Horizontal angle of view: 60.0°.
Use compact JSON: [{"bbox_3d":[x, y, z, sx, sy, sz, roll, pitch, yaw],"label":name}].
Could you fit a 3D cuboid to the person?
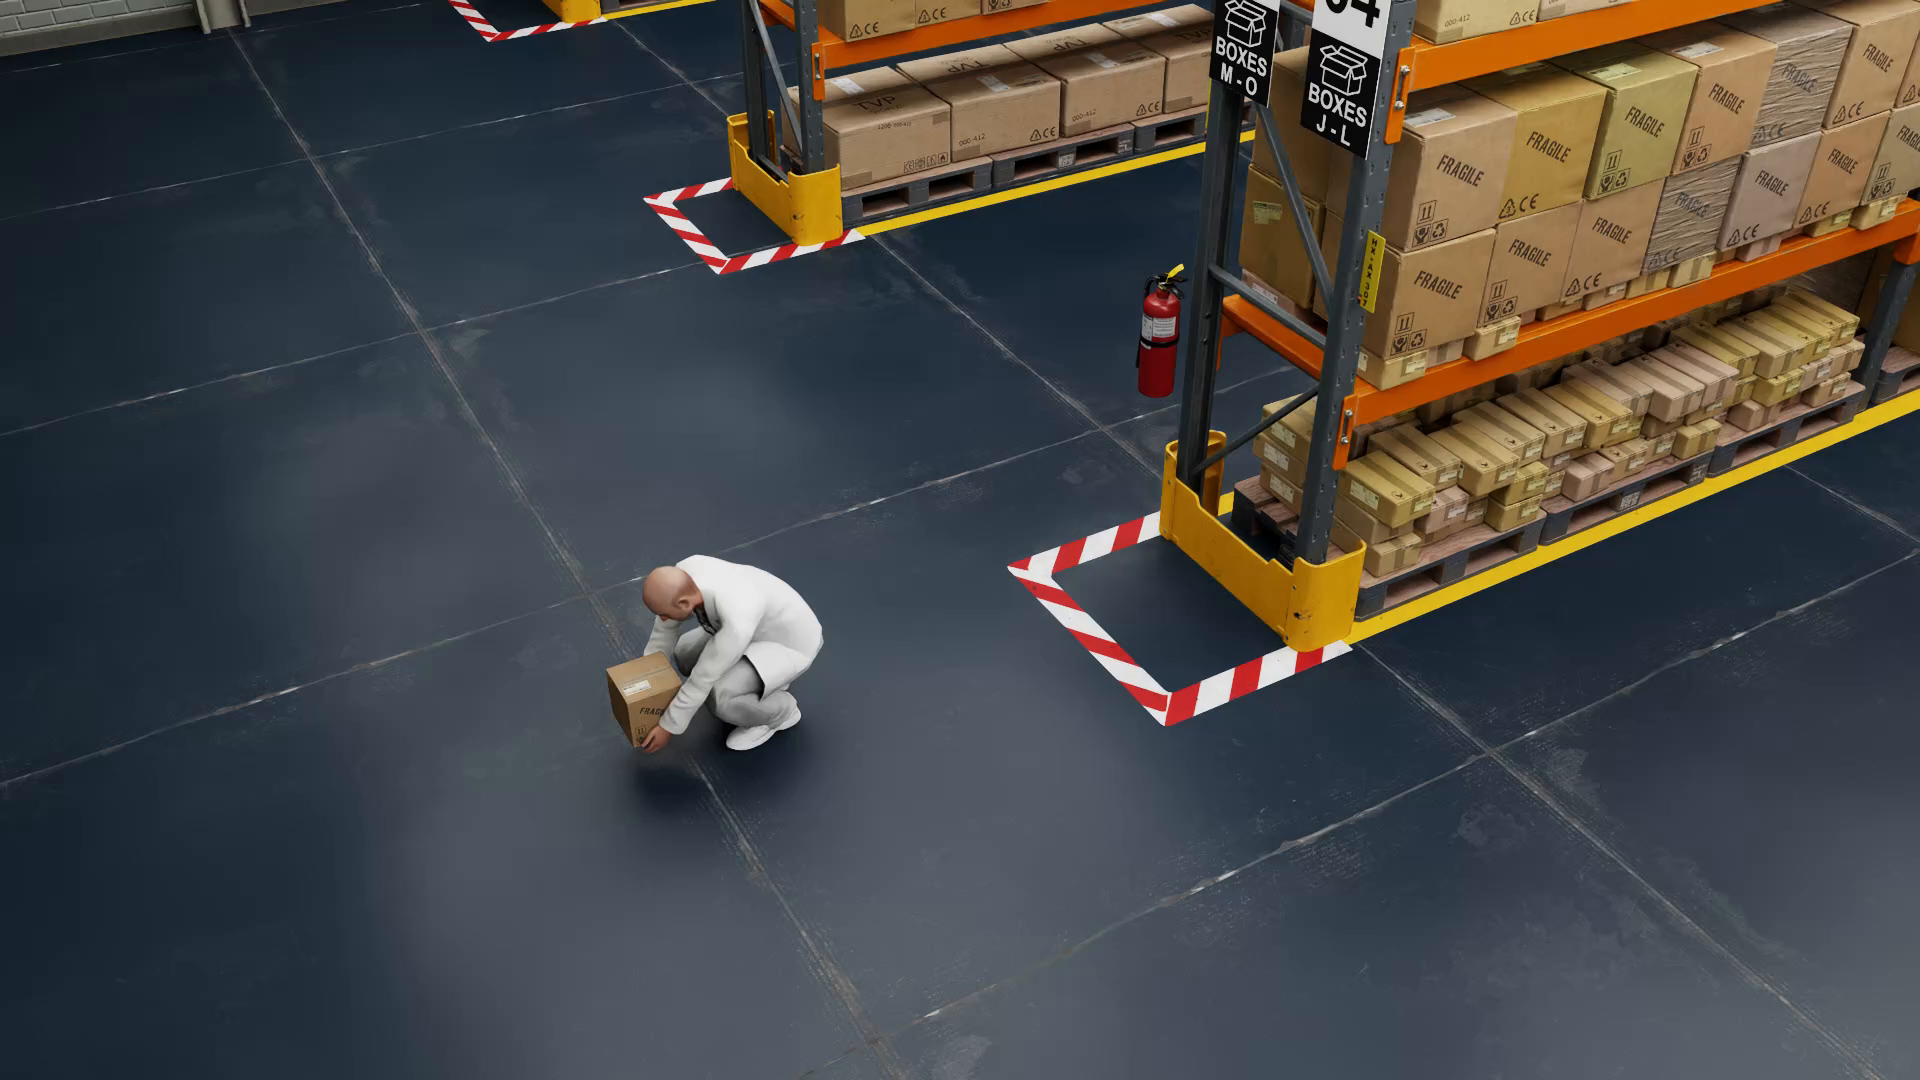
[{"bbox_3d":[-1.009,0.431,7.036,0.901,0.980,0.592,-19,40,-24],"label":"person"}]
